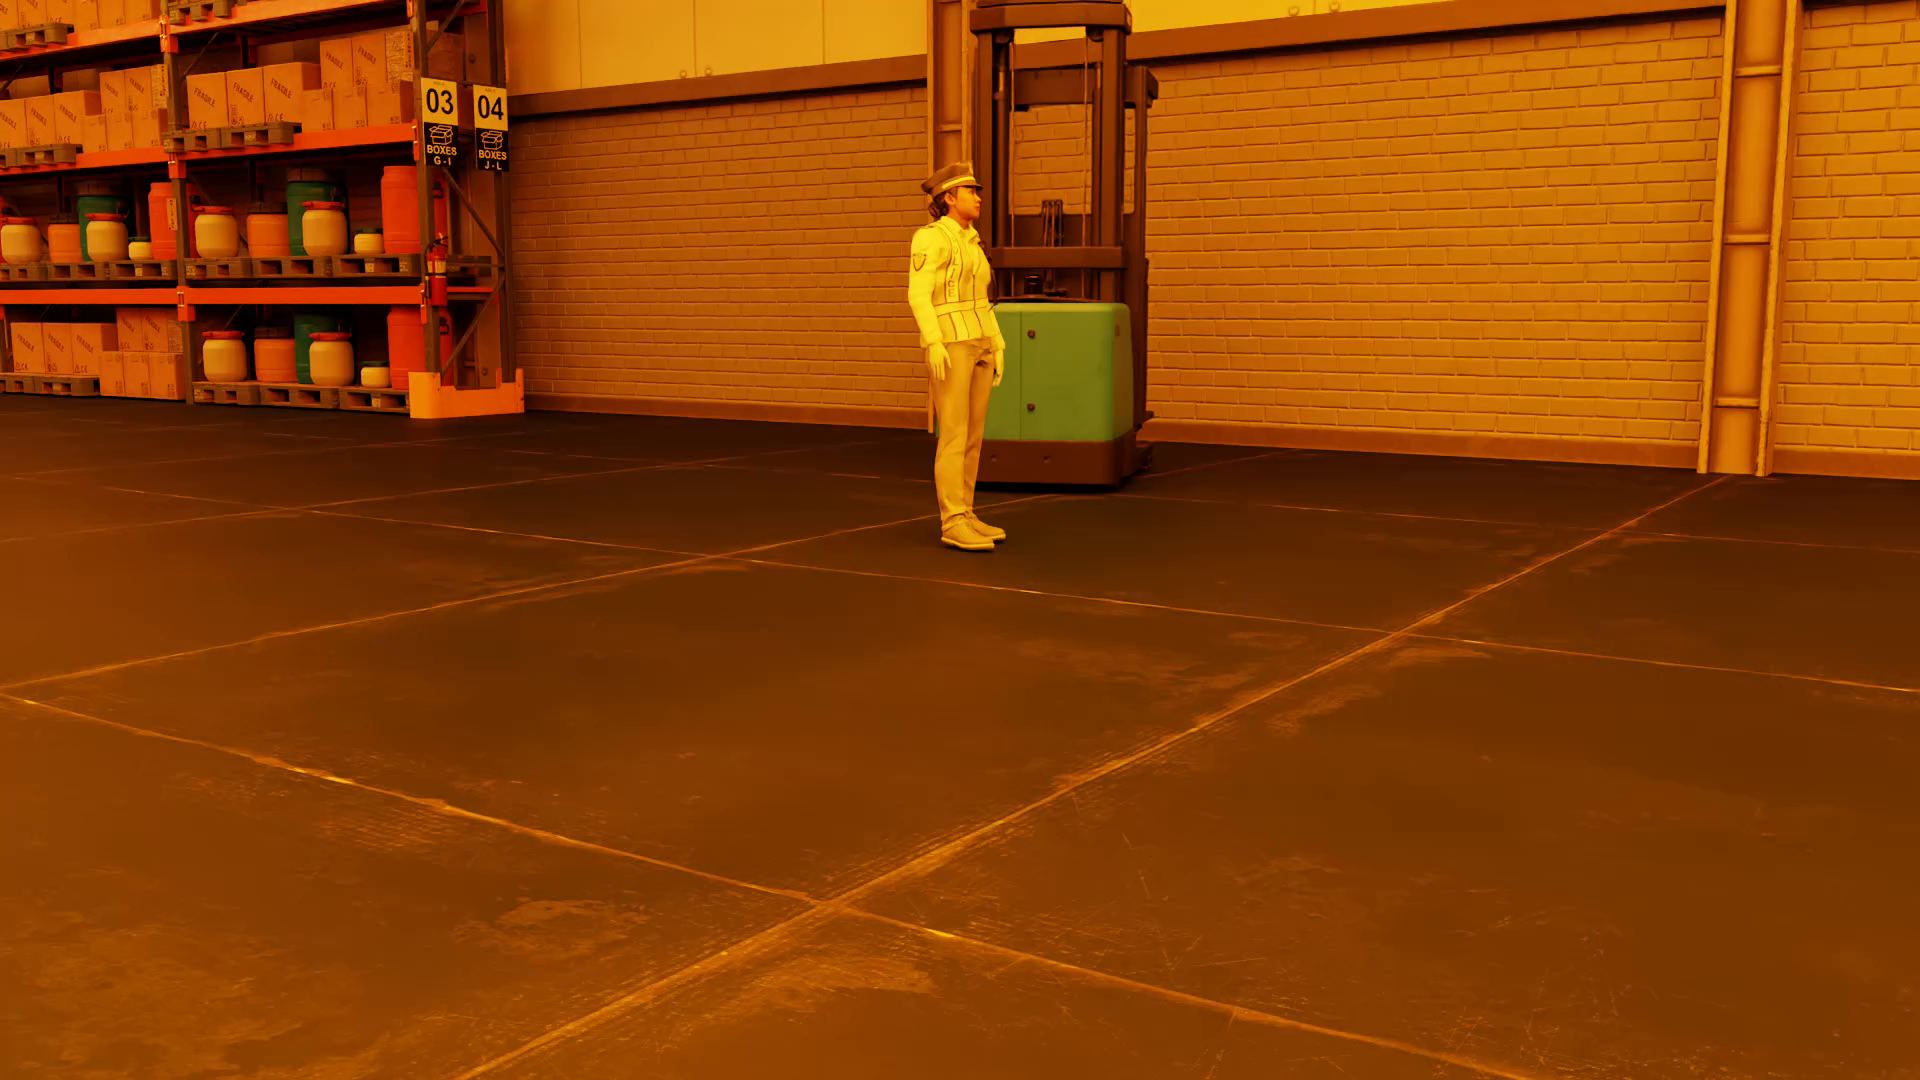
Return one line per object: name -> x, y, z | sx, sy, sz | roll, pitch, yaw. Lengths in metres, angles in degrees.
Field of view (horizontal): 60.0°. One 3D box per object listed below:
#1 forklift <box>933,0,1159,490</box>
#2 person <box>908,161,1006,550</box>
forklift -> 0.665, -1.909, 10.620 | 1.130, 2.935, 3.031 | 2, 8, 12
person -> 0.053, -0.840, 7.440 | 0.532, 1.694, 0.586 | 5, 10, 34
